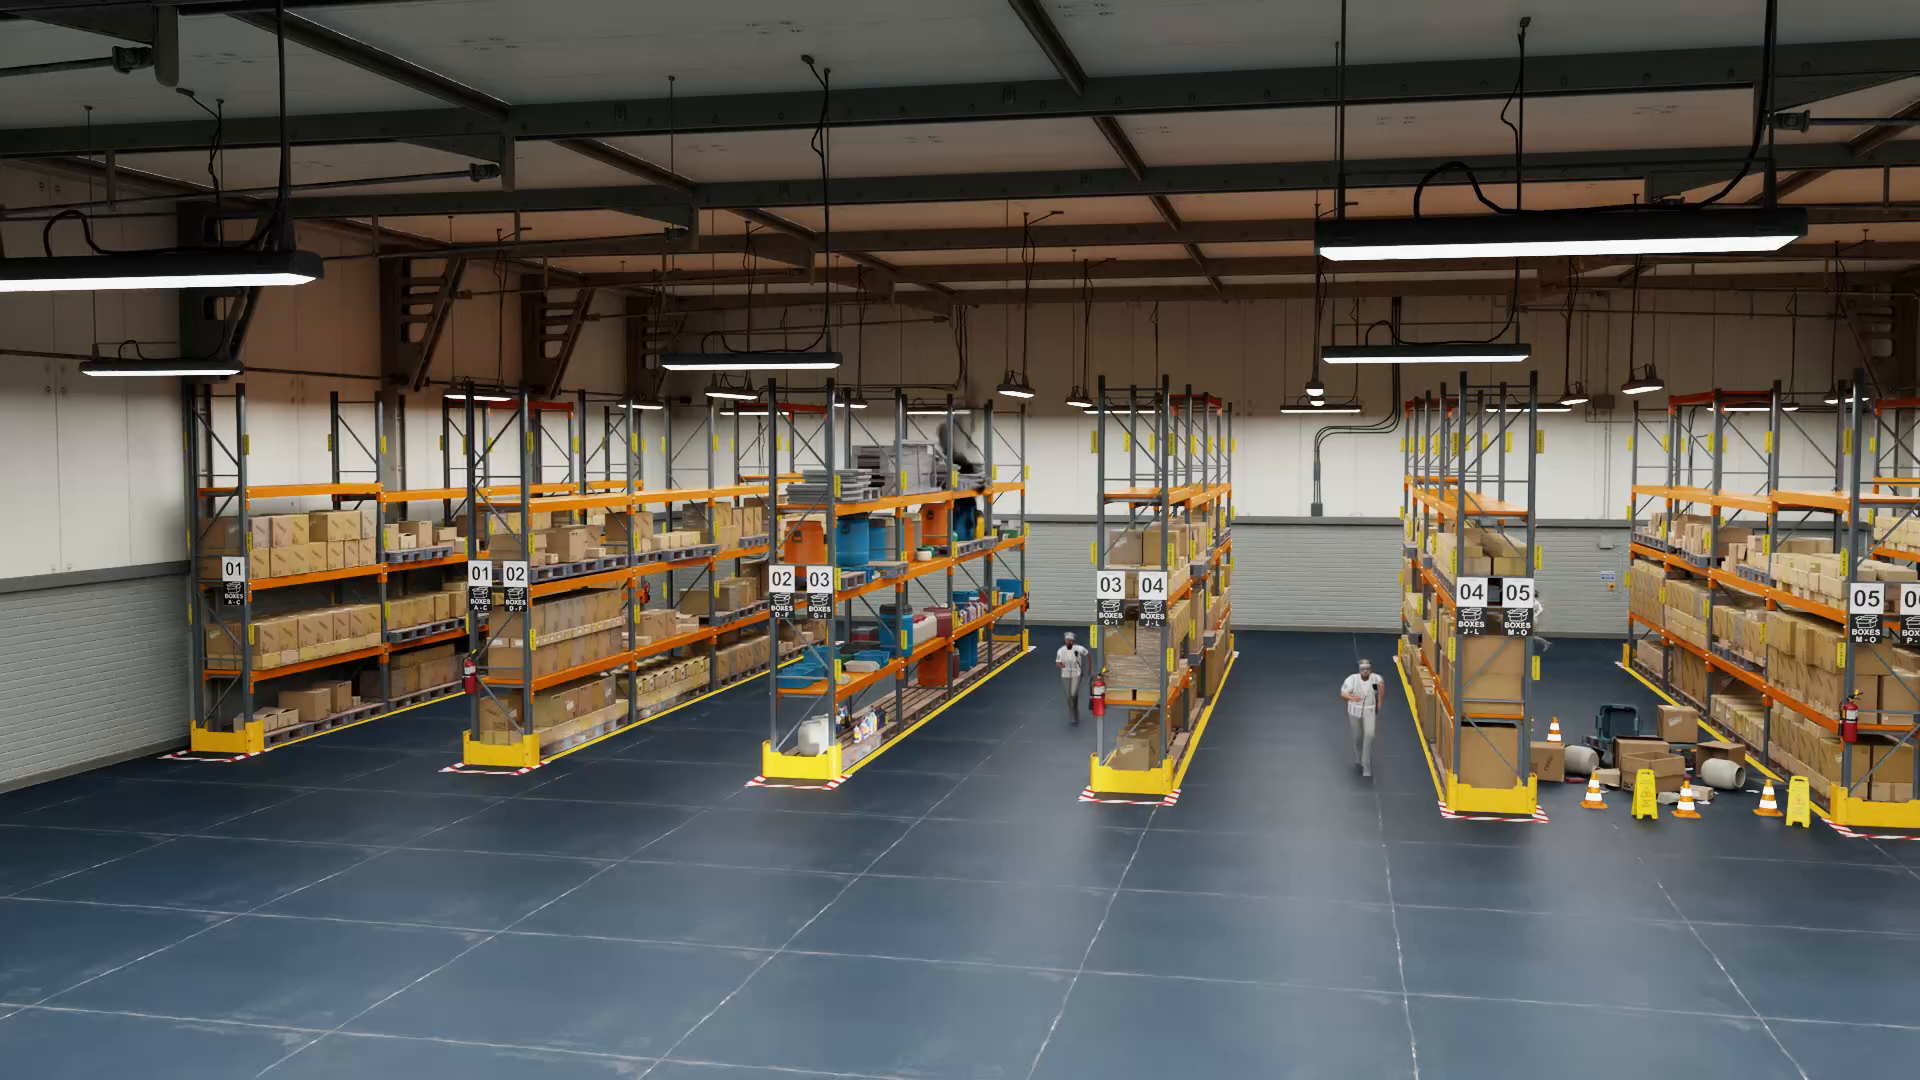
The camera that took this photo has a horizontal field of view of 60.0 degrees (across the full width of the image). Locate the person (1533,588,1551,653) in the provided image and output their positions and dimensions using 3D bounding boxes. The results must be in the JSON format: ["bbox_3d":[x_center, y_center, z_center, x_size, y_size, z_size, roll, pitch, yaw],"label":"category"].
[{"bbox_3d":[13.470,1.946,39.039,0.822,1.693,0.617,1,3,10],"label":"person"}]

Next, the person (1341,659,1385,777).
[{"bbox_3d":[6.175,2.686,25.528,0.658,1.798,1.015,1,3,13],"label":"person"}]

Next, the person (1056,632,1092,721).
[{"bbox_3d":[2.022,2.455,29.780,0.610,1.644,0.759,1,3,14],"label":"person"}]
